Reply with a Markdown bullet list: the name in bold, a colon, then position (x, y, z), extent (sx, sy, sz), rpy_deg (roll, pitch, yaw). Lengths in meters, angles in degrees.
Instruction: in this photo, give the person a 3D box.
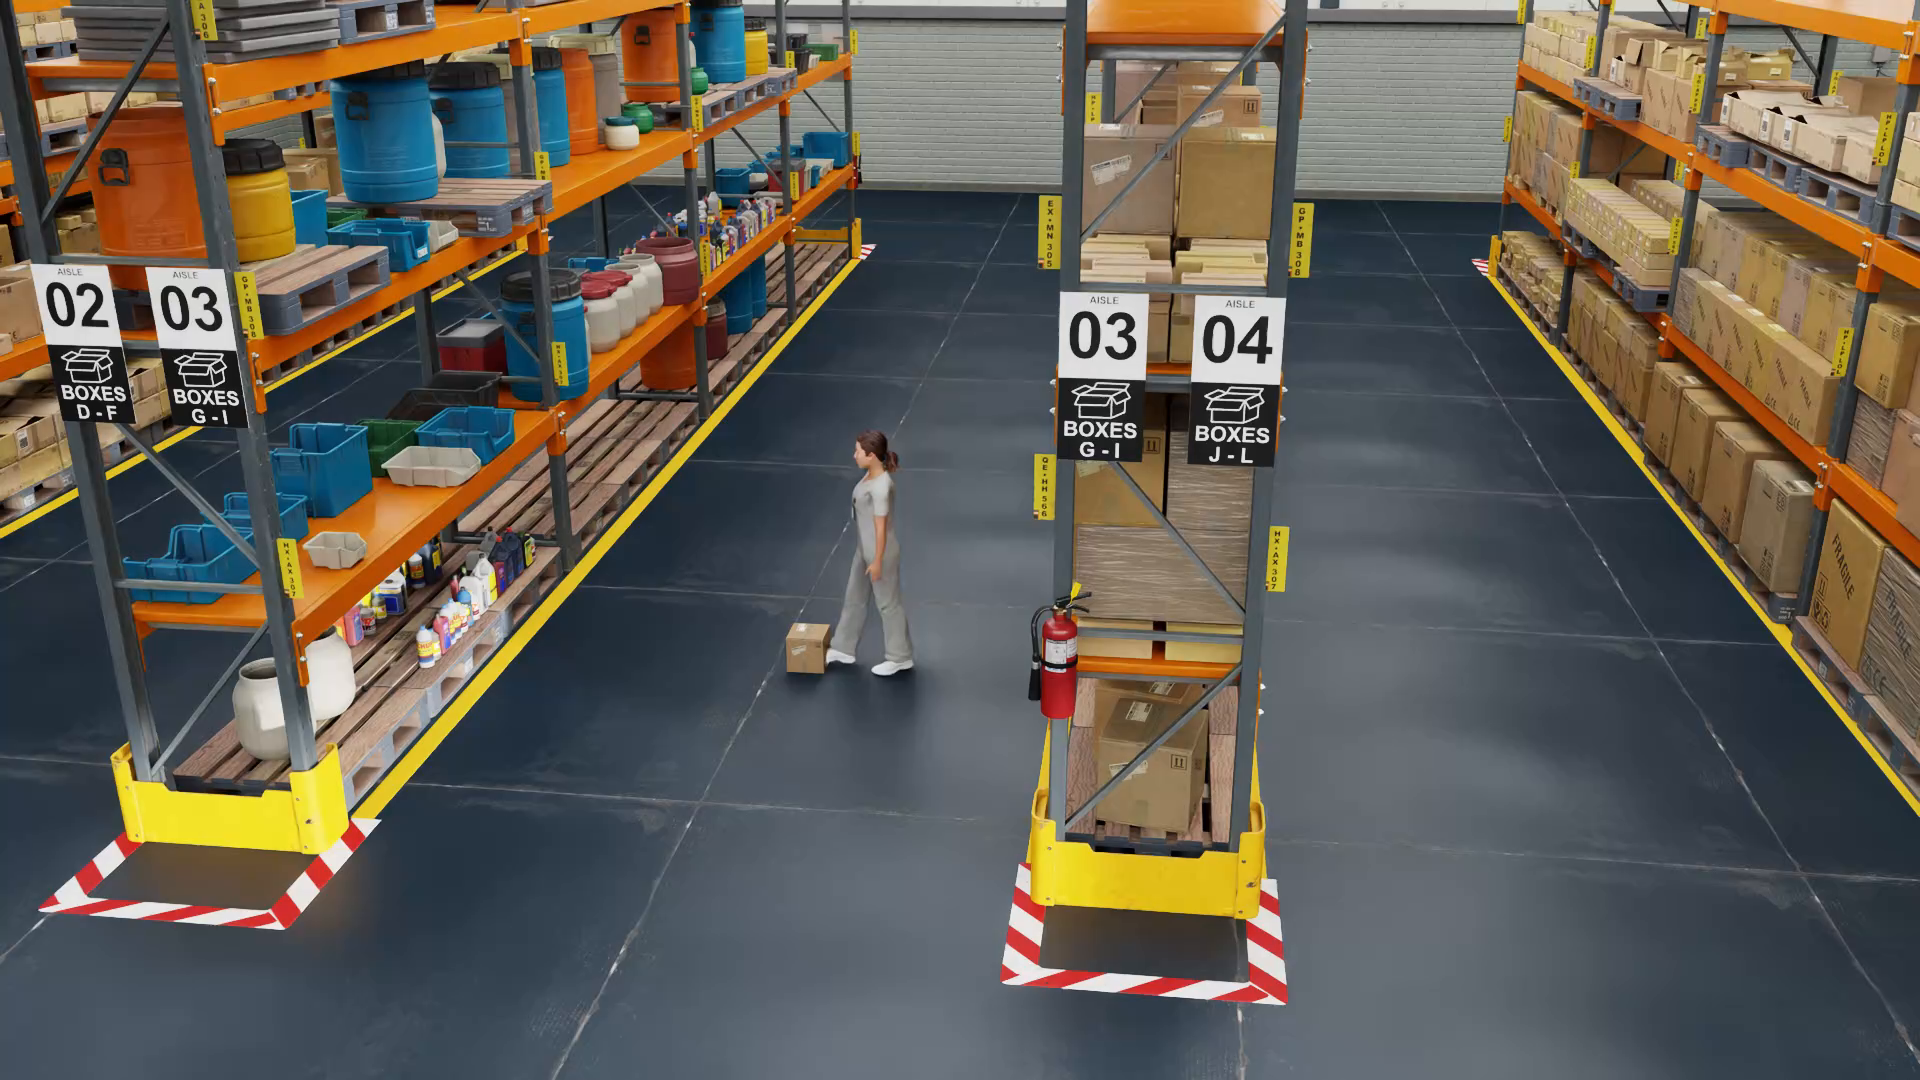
- **person**: position (-0.642, 0.092, 10.833), extent (0.674, 1.666, 0.457), rpy_deg (-5, 22, -12)
